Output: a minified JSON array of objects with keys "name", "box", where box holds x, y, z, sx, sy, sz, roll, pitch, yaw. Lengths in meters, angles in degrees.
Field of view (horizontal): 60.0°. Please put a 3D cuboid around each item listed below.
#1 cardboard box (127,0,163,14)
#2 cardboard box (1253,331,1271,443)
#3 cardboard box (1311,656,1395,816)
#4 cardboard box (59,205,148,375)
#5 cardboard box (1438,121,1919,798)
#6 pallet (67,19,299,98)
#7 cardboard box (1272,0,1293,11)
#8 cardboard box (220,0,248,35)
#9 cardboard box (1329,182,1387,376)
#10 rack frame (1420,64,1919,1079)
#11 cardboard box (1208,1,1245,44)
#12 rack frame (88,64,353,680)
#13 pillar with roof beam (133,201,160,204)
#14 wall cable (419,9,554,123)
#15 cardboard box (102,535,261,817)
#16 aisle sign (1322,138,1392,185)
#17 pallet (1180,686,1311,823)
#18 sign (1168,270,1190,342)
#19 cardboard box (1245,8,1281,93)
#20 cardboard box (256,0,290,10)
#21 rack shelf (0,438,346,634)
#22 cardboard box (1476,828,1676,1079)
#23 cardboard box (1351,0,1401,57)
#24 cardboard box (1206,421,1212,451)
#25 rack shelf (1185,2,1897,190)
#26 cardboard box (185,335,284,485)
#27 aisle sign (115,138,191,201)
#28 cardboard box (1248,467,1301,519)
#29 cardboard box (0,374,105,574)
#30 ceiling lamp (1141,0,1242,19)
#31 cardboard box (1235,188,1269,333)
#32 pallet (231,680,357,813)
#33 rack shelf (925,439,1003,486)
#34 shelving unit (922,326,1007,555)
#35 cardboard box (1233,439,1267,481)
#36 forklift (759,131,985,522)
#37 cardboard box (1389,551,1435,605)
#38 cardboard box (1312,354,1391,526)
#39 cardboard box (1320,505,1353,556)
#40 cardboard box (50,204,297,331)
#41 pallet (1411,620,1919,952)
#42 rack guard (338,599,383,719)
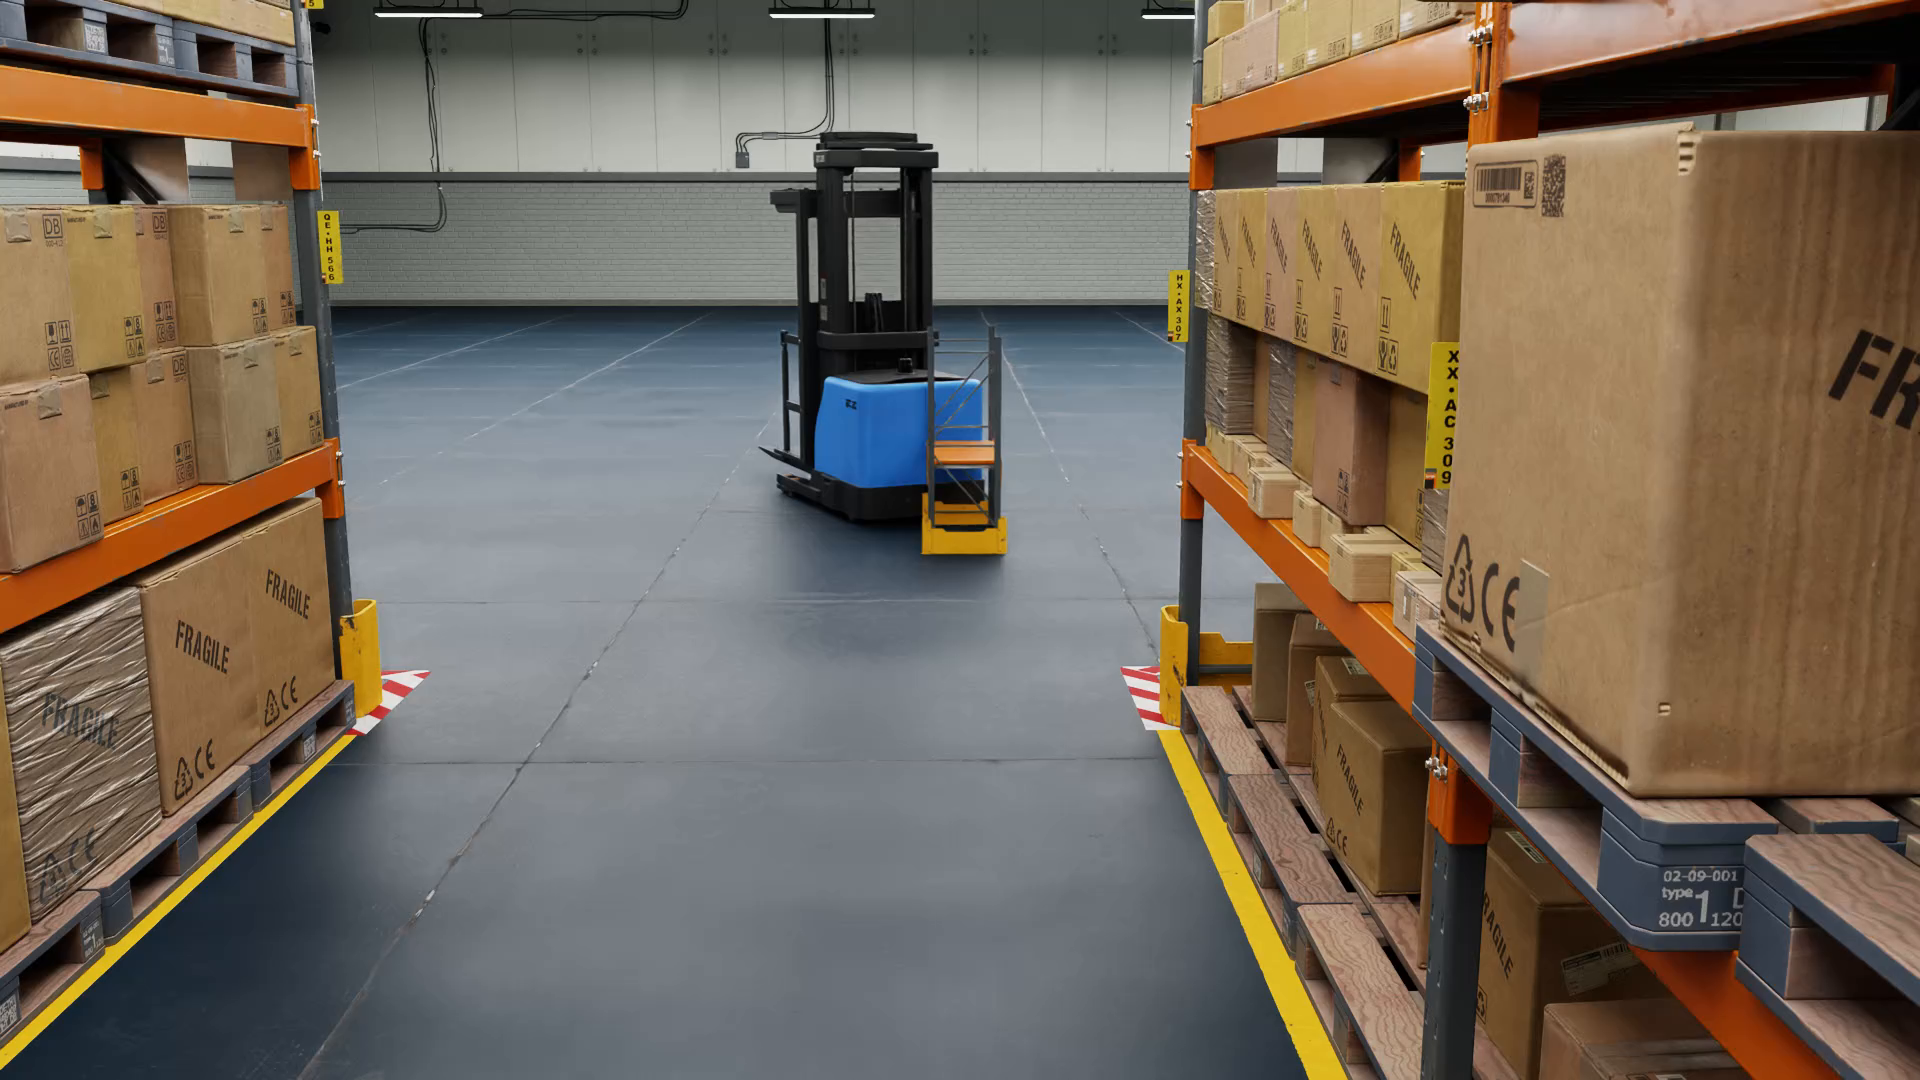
[{"name":"cardboard box","box":[-3.042,-1.933,5.825,0.380,0.149,0.250,0,11,-1]},{"name":"cardboard box","box":[1.662,-0.636,6.649,0.875,0.500,0.500,0,11,-1]},{"name":"cardboard box","box":[1.584,0.737,6.111,0.500,0.500,0.500,1,11,4]},{"name":"cardboard box","box":[-3.324,-0.852,5.622,0.875,0.550,0.500,0,11,-1]},{"name":"cardboard box","box":[1.507,-0.195,2.913,1.000,1.000,1.000,0,11,-1]},{"name":"pallet","box":[-3.388,-1.928,6.697,1.003,0.211,1.213,0,11,-1]},{"name":"cardboard box","box":[1.315,-1.927,5.842,0.380,0.149,0.250,-1,11,-4]},{"name":"cardboard box","box":[-3.057,-2.085,6.571,0.380,0.149,0.250,0,11,0]},{"name":"cardboard box","box":[1.334,-0.727,4.582,0.500,0.500,0.500,0,11,-1]},{"name":"rack frame","box":[1.627,0.146,3.796,0.949,2.616,0.053,0,11,-1]},{"name":"cardboard box","box":[1.231,-2.134,6.862,0.380,0.149,0.250,0,11,0]},{"name":"rack frame","box":[-3.413,-0.649,7.714,1.000,3.000,0.127,0,11,-1]},{"name":"pillar with roof beam","box":[-10.401,-8.174,29.716,9.100,9.000,0.400,0,11,-1]},{"name":"wall cable","box":[-10.864,-10.904,38.283,3.097,2.526,0.112,0,11,-1]},{"name":"cardboard box","box":[-3.313,0.496,6.358,0.875,0.875,0.875,0,11,-2]},{"name":"aisle sign","box":[1.846,-1.937,7.523,0.394,0.787,0.004,0,11,-1]},{"name":"pallet","box":[1.531,0.894,7.121,1.003,0.211,1.213,0,11,-1]},{"name":"sign","box":[1.005,-1.071,7.618,0.100,0.325,0.005,0,11,-1]},{"name":"cardboard box","box":[1.322,-1.748,5.964,0.500,0.250,0.500,0,11,-1]},{"name":"cardboard box","box":[-3.124,-2.350,6.875,0.500,0.250,0.500,0,11,0]},{"name":"rack shelf","box":[-3.372,0.101,5.825,1.077,0.370,4.000,0,11,-1]},{"name":"cardboard box","box":[1.662,1.085,4.395,0.500,0.500,0.500,-1,11,-3]},{"name":"cardboard box","box":[1.359,-1.444,4.466,0.500,0.250,0.500,0,11,0]},{"name":"cardboard box","box":[1.315,-0.468,7.456,0.380,0.149,0.250,0,11,-1]},{"name":"rack shelf","box":[1.589,-1.369,5.529,1.077,0.370,4.000,0,11,-1]},{"name":"cardboard box","box":[-3.327,-0.540,6.798,0.875,0.550,0.550,0,11,-1]},{"name":"aisle sign","box":[-3.715,-1.936,7.519,0.394,0.787,0.004,0,11,-1]},{"name":"cardboard box","box":[1.249,-0.170,5.984,0.380,0.149,0.250,0,11,-1]},{"name":"cardboard box","box":[-3.278,-0.218,5.211,0.875,0.550,0.550,0,11,-1]},{"name":"ceiling lamp","box":[4.446,-11.520,31.530,2.000,3.185,0.800,0,11,-1]},{"name":"cardboard box","box":[1.302,-1.025,6.052,0.500,0.500,0.500,0,11,-1]},{"name":"pallet","box":[-3.319,0.876,7.209,1.003,0.211,1.213,0,11,-1]},{"name":"rack shelf","box":[0.020,-0.567,11.986,0.538,0.185,1.000,0,11,-1]},{"name":"shelving unit","box":[0.020,-0.741,11.942,0.587,1.500,1.083,0,11,-1]},{"name":"cardboard box","box":[1.317,-0.319,6.721,0.380,0.149,0.250,0,11,-1]},{"name":"forklift","box":[-0.889,-1.825,13.683,1.130,2.935,3.031,-5,13,-24]},{"name":"cardboard box","box":[1.391,0.128,4.517,0.380,0.149,0.250,0,11,-1]},{"name":"cardboard box","box":[1.597,-0.337,5.177,0.875,0.500,0.500,0,11,-1]},{"name":"cardboard box","box":[1.356,-0.021,5.251,0.380,0.149,0.250,0,11,-1]},{"name":"cardboard box","box":[-3.444,-1.178,7.227,0.875,0.550,0.550,0,11,-1]},{"name":"pallet","box":[1.501,0.392,3.063,1.003,0.211,1.213,0,11,-1]},{"name":"rack guard","box":[-3.414,0.571,7.986,1.175,0.500,0.348,0,11,-1]}]
